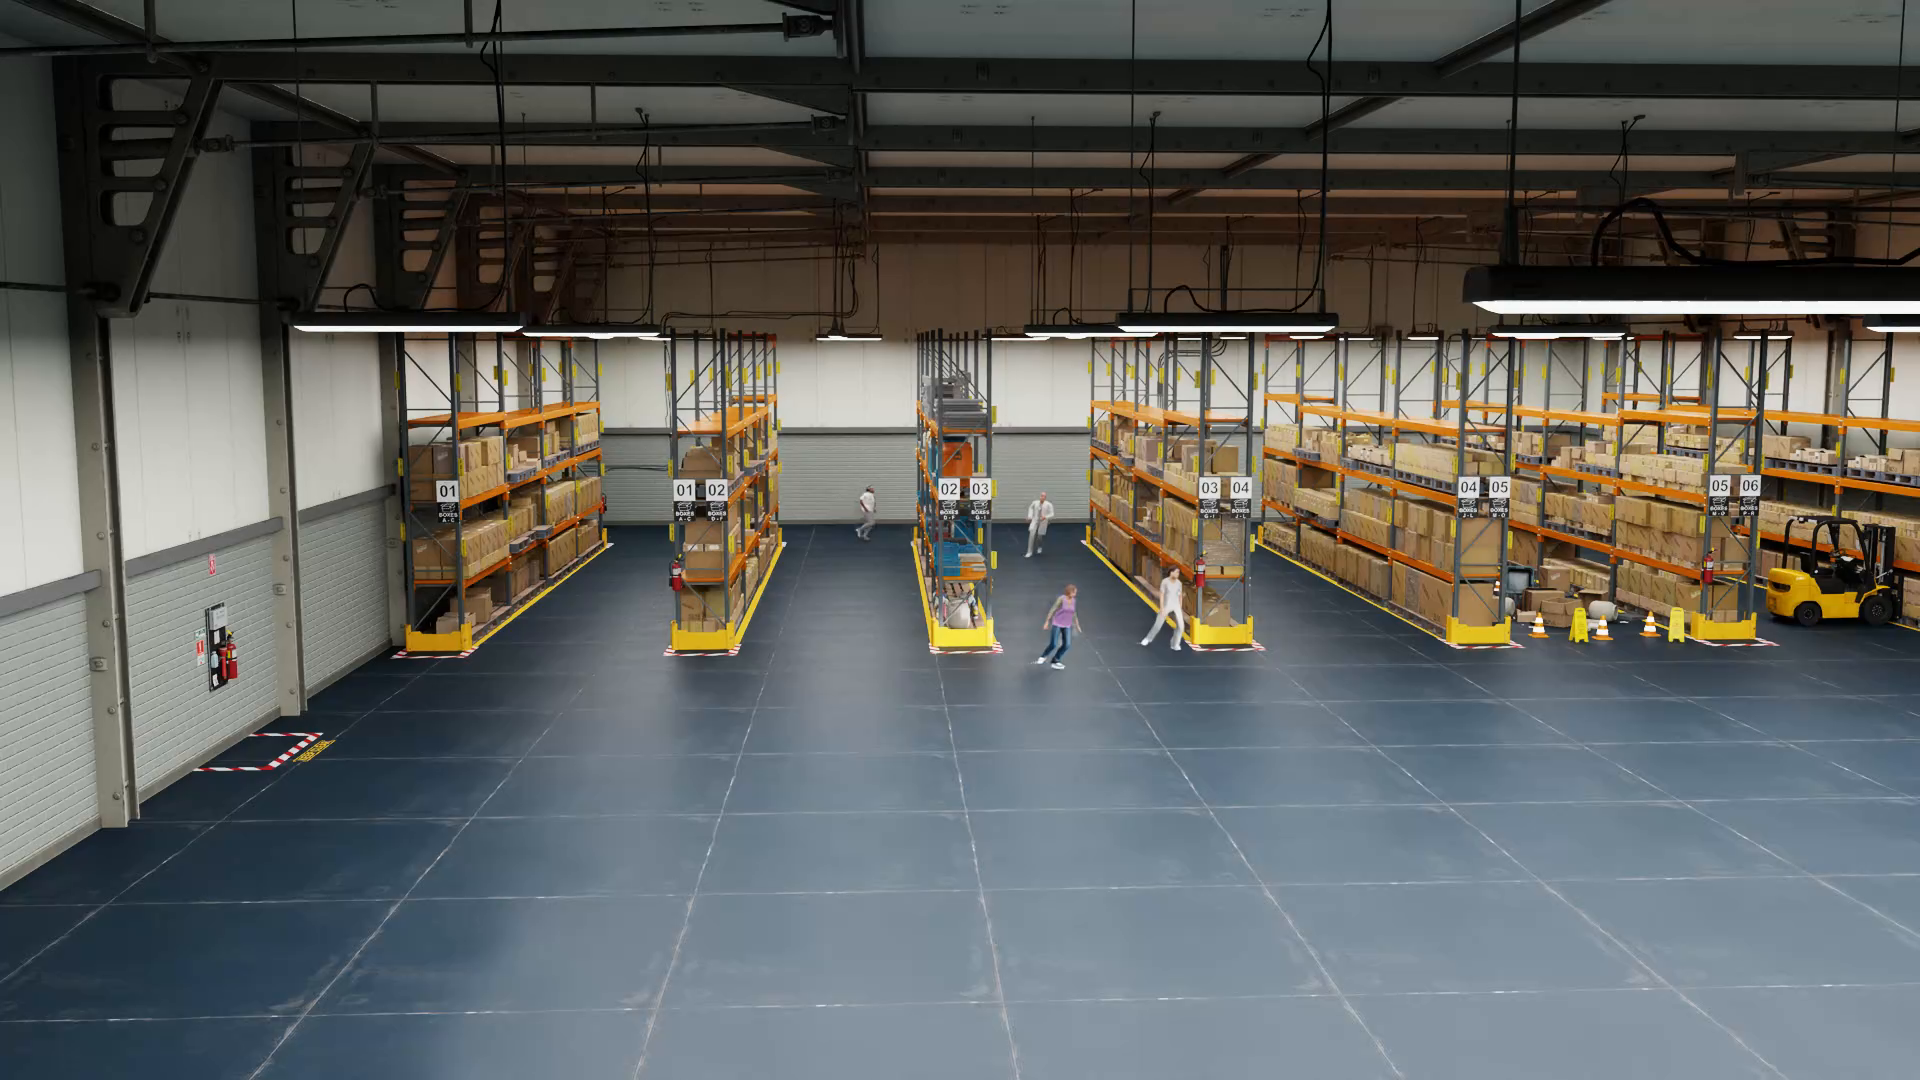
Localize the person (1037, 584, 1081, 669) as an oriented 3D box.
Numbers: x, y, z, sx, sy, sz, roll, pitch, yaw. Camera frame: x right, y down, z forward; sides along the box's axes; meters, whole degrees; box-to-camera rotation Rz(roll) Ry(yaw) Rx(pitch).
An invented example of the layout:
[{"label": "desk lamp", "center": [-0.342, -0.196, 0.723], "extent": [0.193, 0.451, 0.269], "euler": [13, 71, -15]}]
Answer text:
[{"label": "person", "center": [1.749, 1.522, 29.318], "extent": [0.684, 1.505, 0.609], "euler": [-4, 8, -32]}]

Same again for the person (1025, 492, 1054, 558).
[{"label": "person", "center": [2.171, -0.425, 44.738], "extent": [0.740, 1.733, 1.023], "euler": [2, 7, 17]}]

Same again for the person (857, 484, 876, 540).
[{"label": "person", "center": [-2.737, -0.836, 48.905], "extent": [0.510, 1.621, 0.688], "euler": [2, 7, 15]}]

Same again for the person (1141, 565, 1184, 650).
[{"label": "person", "center": [3.802, 1.246, 31.217], "extent": [0.696, 1.605, 0.684], "euler": [-2, 7, -13]}]
